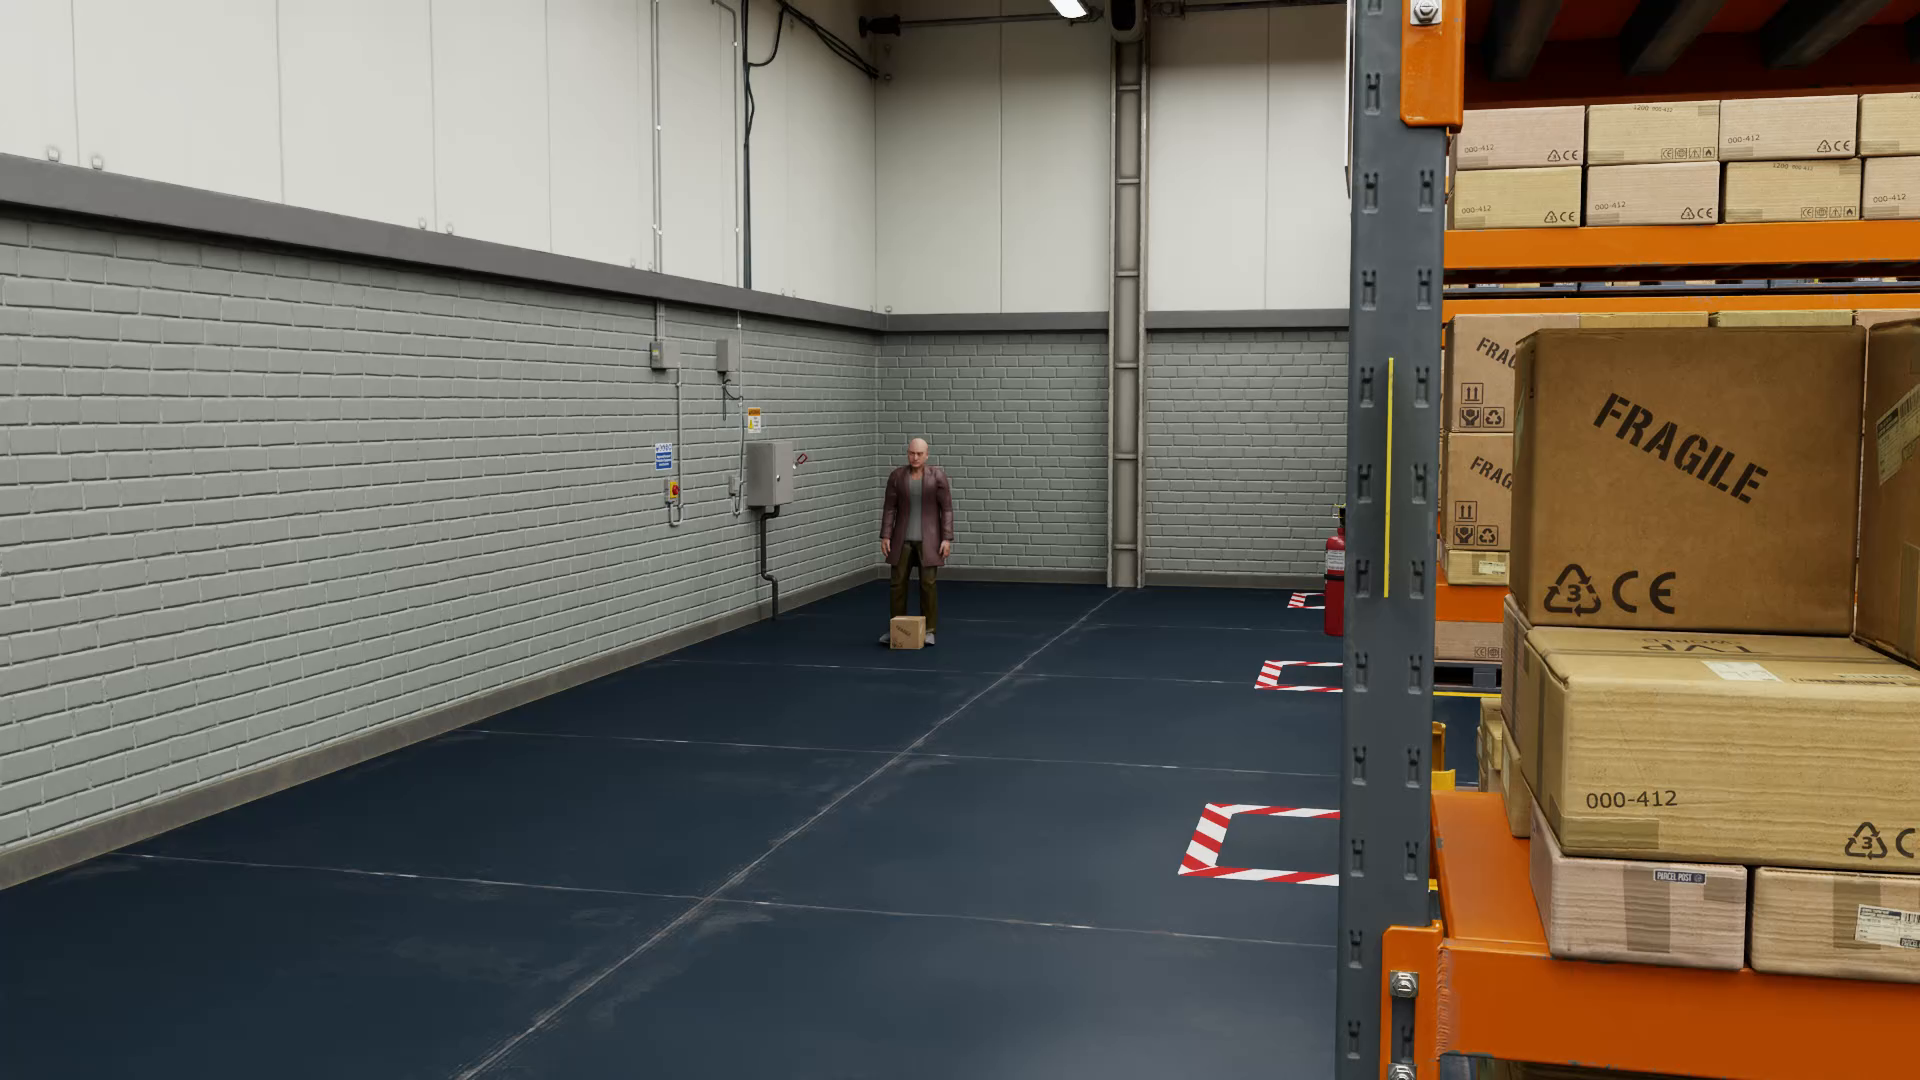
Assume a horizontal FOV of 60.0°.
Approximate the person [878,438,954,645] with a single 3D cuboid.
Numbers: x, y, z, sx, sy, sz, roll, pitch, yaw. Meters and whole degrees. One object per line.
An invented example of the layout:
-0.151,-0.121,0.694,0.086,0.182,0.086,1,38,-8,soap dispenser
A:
-0.373,0.009,14.349,0.653,1.774,0.422,1,5,10,person
